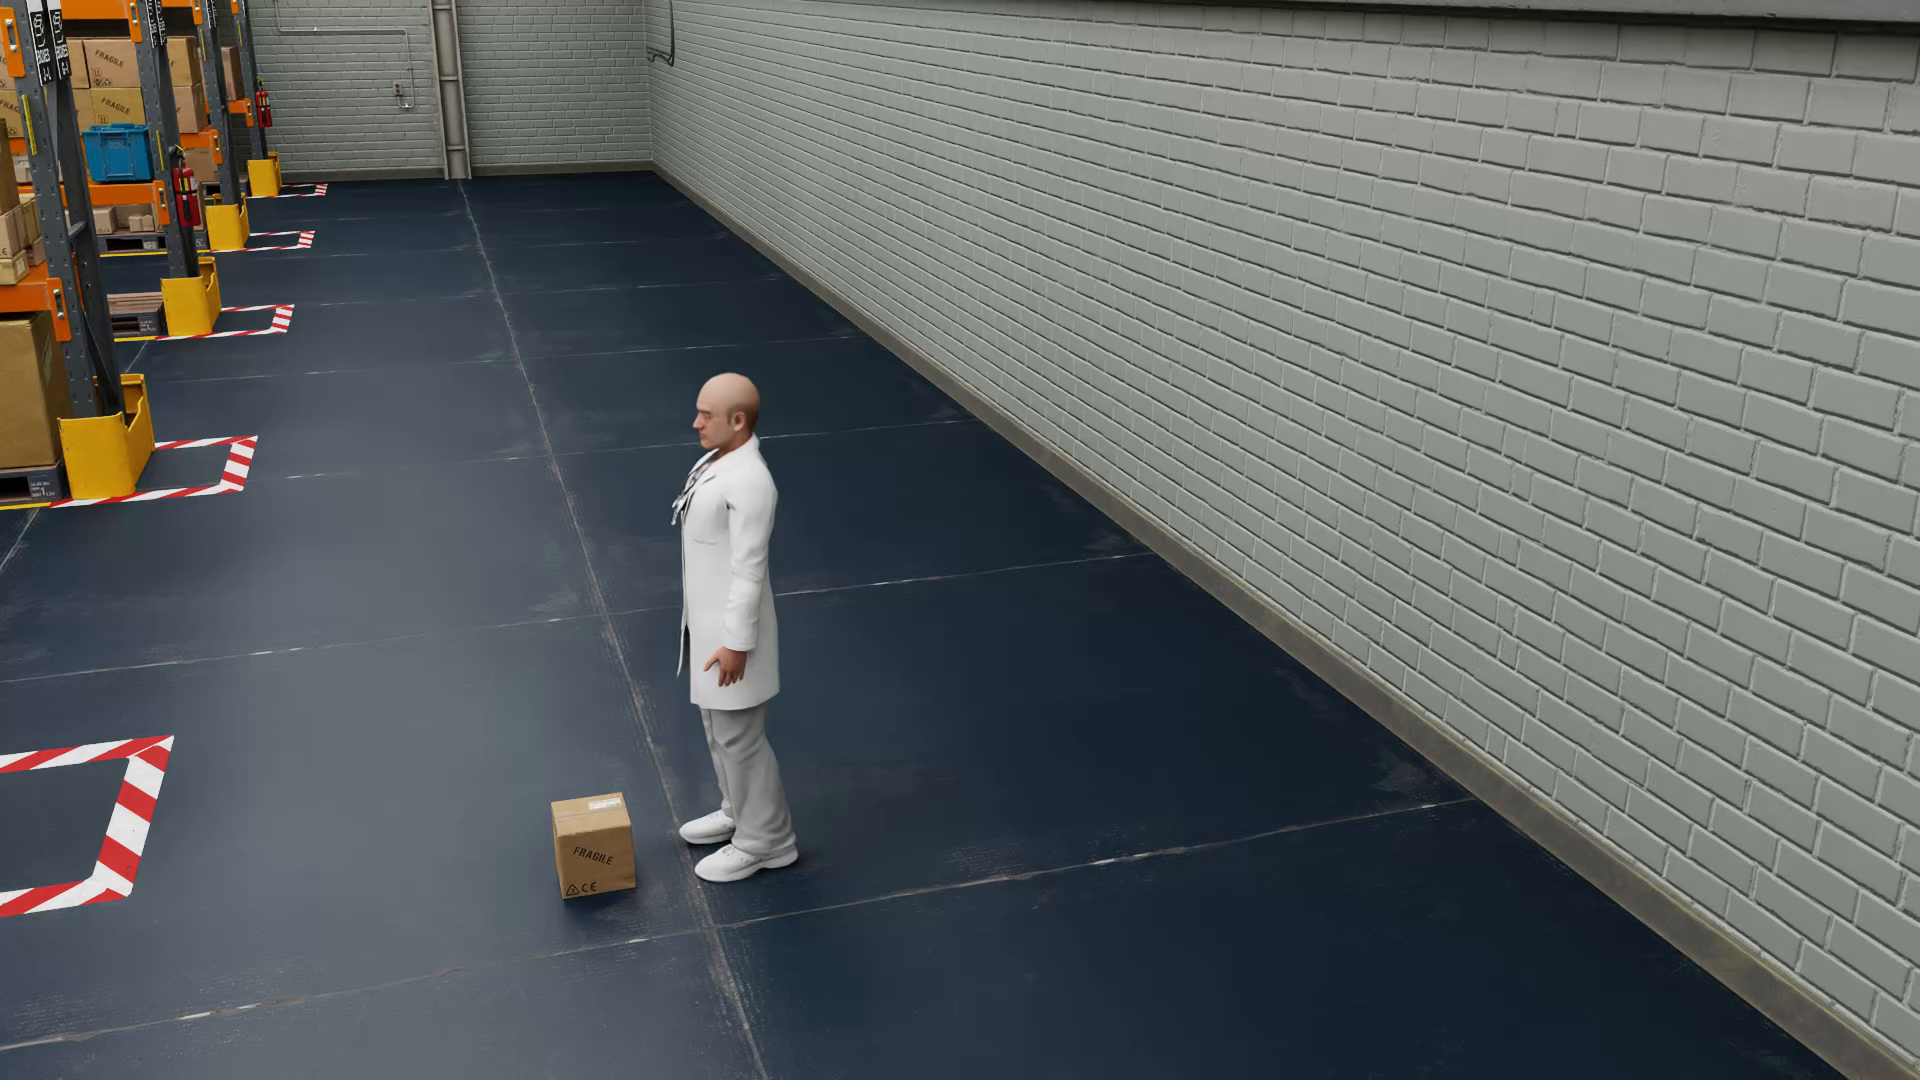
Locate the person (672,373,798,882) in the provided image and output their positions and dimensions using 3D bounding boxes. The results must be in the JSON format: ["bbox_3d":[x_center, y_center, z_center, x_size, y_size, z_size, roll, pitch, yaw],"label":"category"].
[{"bbox_3d":[-0.794,0.301,5.720,0.391,1.778,0.562,-6,20,-16],"label":"person"}]
